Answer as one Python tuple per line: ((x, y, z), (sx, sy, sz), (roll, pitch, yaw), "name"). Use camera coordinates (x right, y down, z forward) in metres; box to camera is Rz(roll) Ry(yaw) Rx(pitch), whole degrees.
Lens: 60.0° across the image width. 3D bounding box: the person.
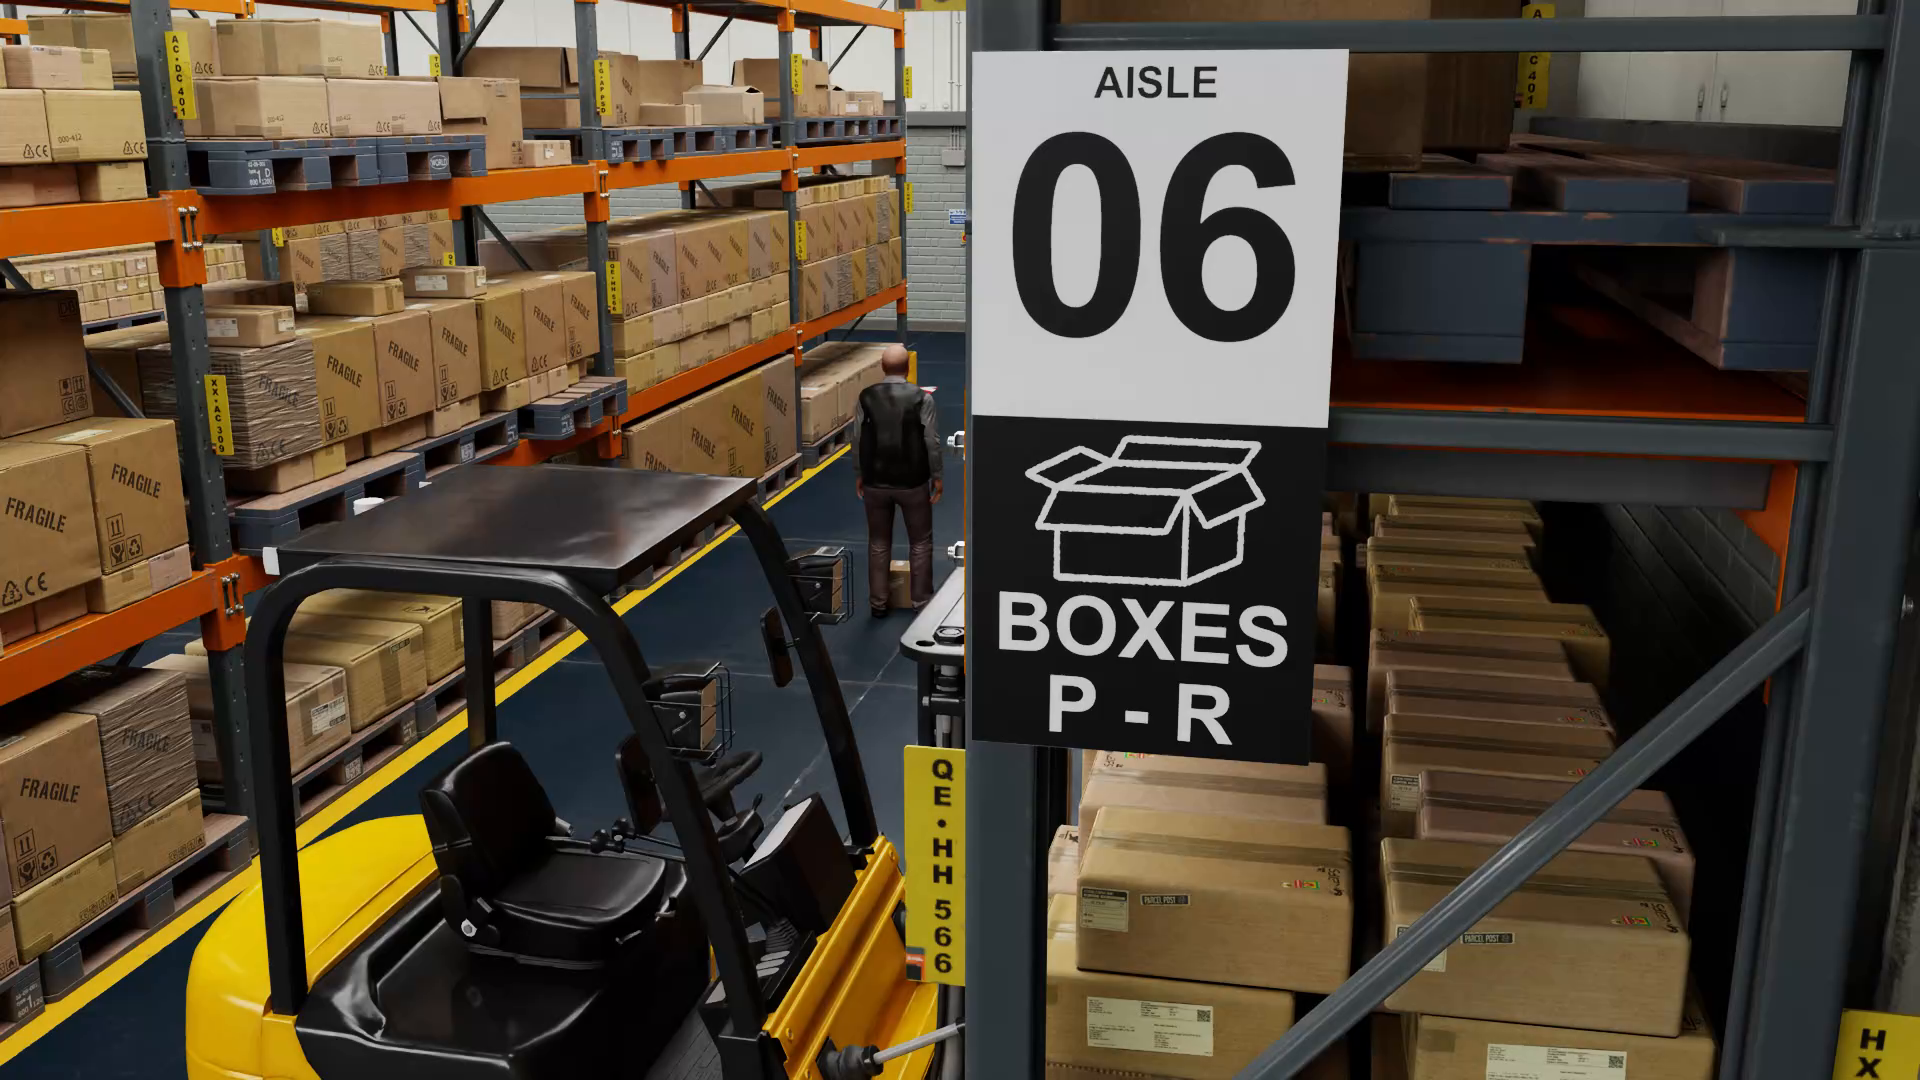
((-0.397, -0.353, 10.418), (0.580, 1.721, 0.414), (3, 15, 11), "person")
